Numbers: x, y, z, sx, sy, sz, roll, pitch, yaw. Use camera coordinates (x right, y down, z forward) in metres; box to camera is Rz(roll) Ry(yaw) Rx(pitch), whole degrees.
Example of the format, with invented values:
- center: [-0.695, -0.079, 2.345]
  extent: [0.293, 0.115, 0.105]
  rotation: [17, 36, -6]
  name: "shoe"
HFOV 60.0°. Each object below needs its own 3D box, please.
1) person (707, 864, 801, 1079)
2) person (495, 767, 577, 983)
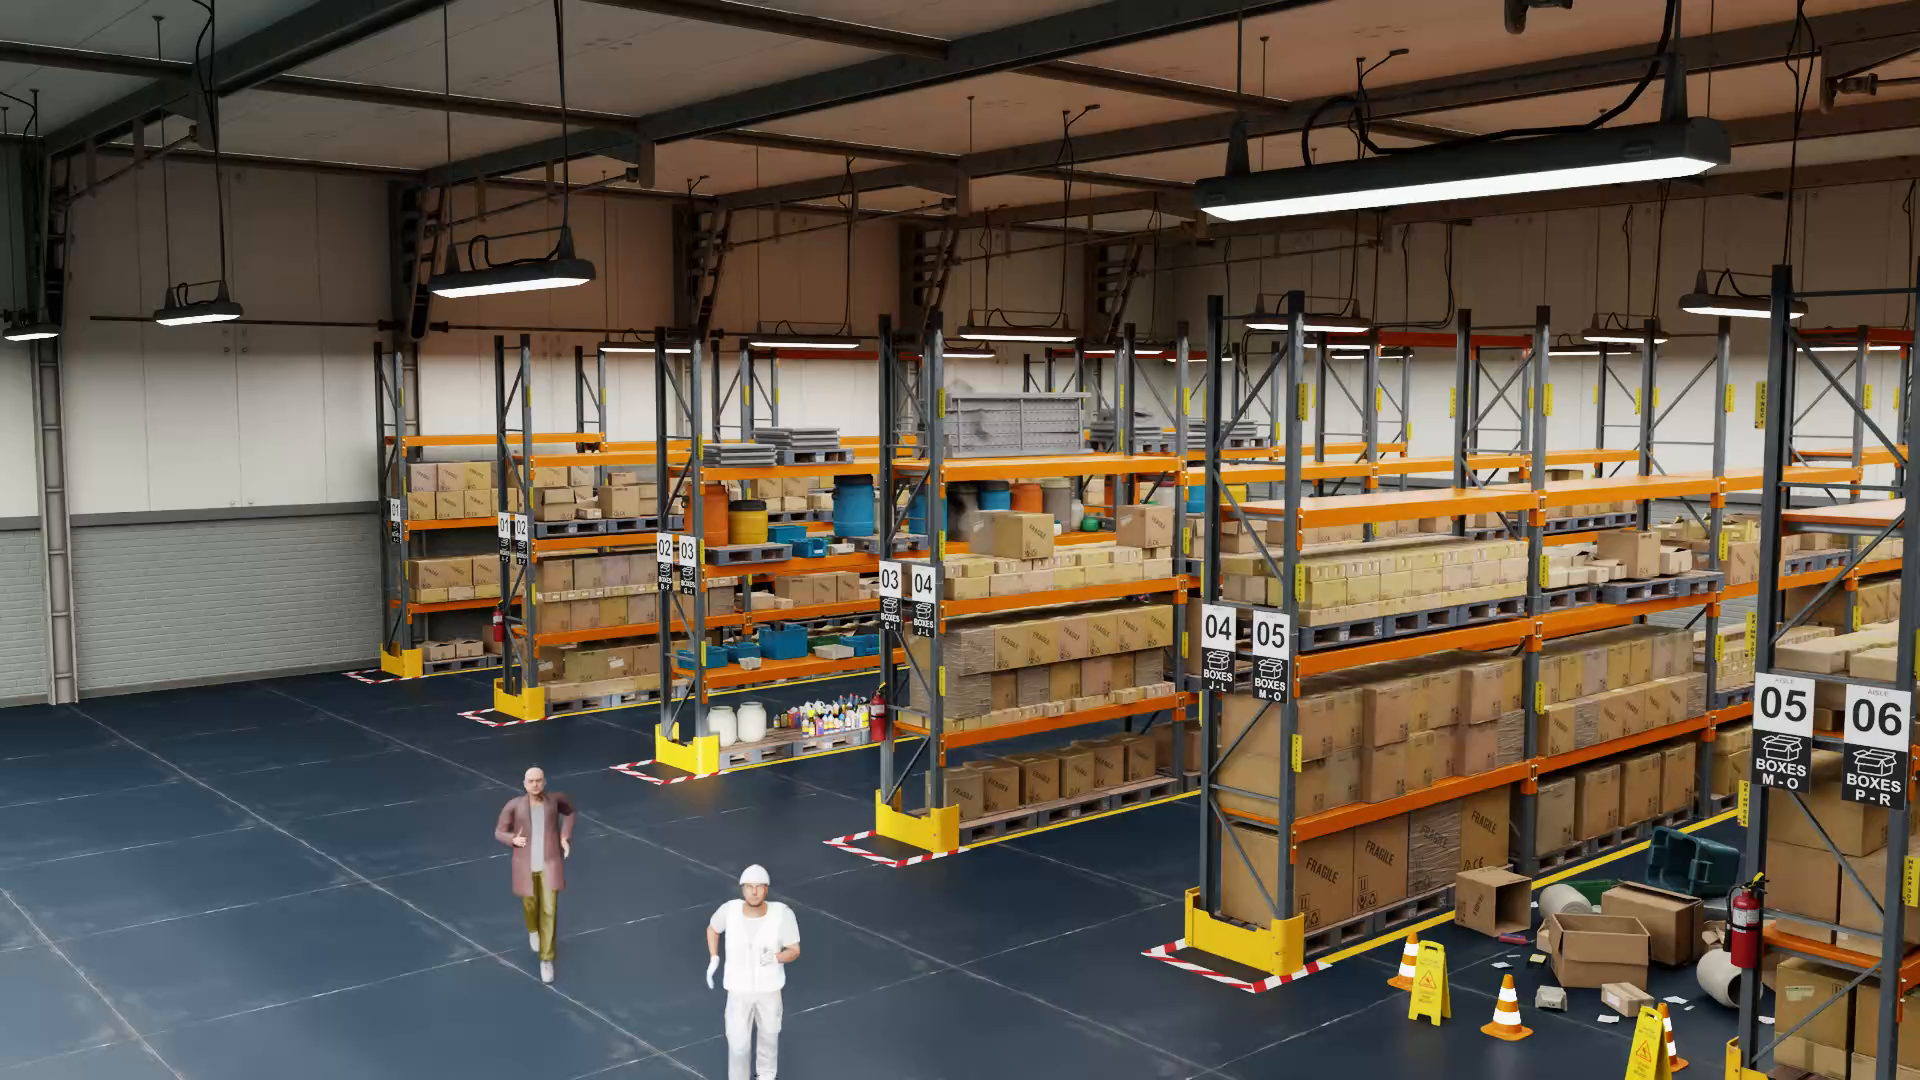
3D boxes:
- center: [-1.458, 3.207, 11.769]
  extent: [0.660, 1.847, 0.781]
  rotation: [-1, 5, -8]
  name: "person"
- center: [-3.766, 2.910, 14.802]
  extent: [0.708, 1.788, 1.040]
  rotation: [-1, 5, -13]
  name: "person"
